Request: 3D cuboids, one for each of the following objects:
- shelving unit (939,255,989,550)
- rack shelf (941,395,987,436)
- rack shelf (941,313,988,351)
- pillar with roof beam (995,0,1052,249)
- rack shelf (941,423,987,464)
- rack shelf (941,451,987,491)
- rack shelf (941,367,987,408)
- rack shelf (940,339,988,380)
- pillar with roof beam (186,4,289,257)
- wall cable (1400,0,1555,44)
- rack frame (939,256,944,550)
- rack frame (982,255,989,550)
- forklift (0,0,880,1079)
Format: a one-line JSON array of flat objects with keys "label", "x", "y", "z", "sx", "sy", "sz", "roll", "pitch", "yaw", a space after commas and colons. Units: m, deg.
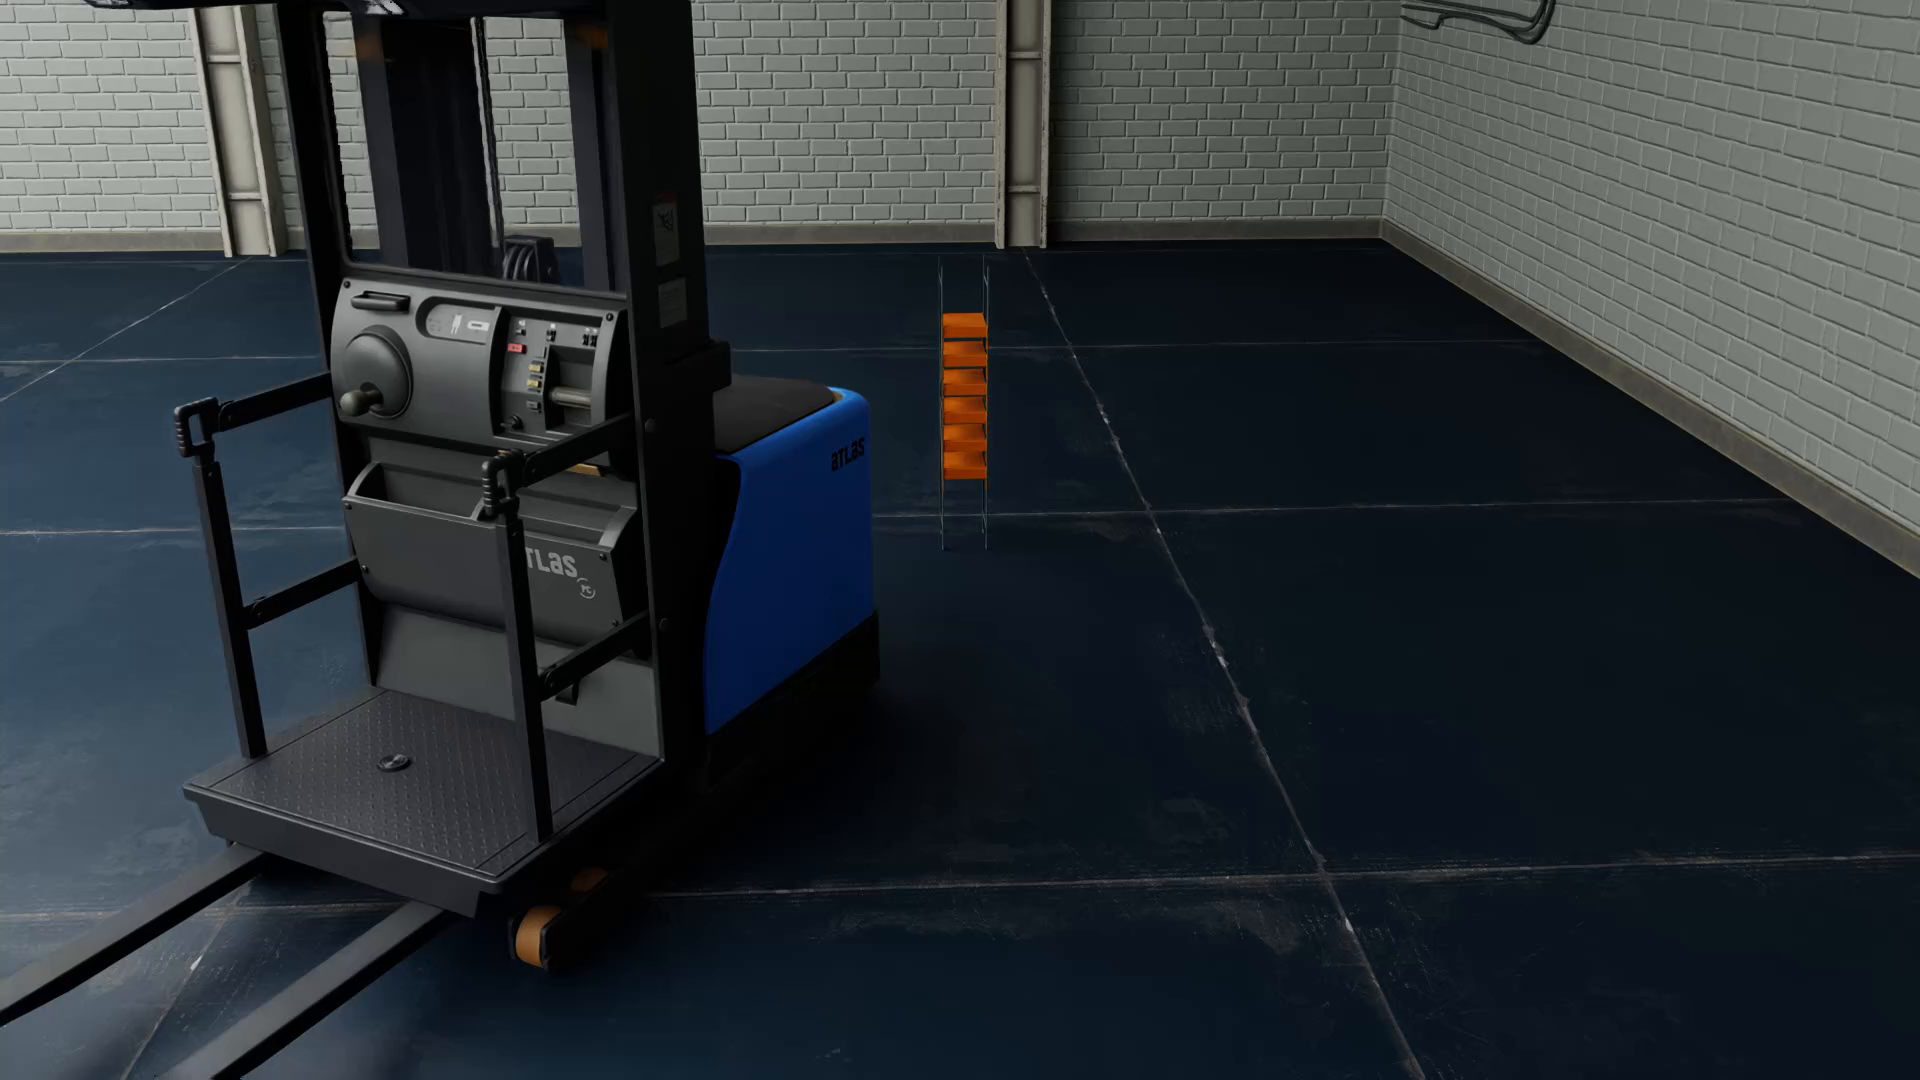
[{"label": "shelving unit", "x": 0.014, "y": -0.561, "z": 6.908, "sx": 0.189, "sy": 1.200, "sz": 0.258, "roll": -1, "pitch": 21, "yaw": -3}, {"label": "rack shelf", "x": 0.014, "y": -0.520, "z": 6.924, "sx": 0.180, "sy": 0.103, "sz": 0.258, "roll": -1, "pitch": 21, "yaw": -3}, {"label": "rack shelf", "x": 0.014, "y": -0.856, "z": 6.796, "sx": 0.180, "sy": 0.103, "sz": 0.258, "roll": -1, "pitch": 21, "yaw": -3}, {"label": "pillar with roof beam", "x": 0.733, "y": -5.048, "z": 7.733, "sx": 0.400, "sy": 9.000, "sz": 9.100, "roll": -1, "pitch": 21, "yaw": -3}, {"label": "rack shelf", "x": 0.014, "y": -0.407, "z": 6.967, "sx": 0.180, "sy": 0.103, "sz": 0.258, "roll": -1, "pitch": 21, "yaw": -3}, {"label": "rack shelf", "x": 0.014, "y": -0.295, "z": 7.009, "sx": 0.180, "sy": 0.103, "sz": 0.258, "roll": -1, "pitch": 21, "yaw": -3}, {"label": "rack shelf", "x": 0.014, "y": -0.632, "z": 6.881, "sx": 0.180, "sy": 0.103, "sz": 0.258, "roll": -1, "pitch": 21, "yaw": -3}, {"label": "rack shelf", "x": 0.014, "y": -0.744, "z": 6.839, "sx": 0.180, "sy": 0.103, "sz": 0.258, "roll": -1, "pitch": 21, "yaw": -3}, {"label": "pillar with roof beam", "x": -5.257, "y": -4.926, "z": 7.413, "sx": 0.400, "sy": 9.000, "sz": 9.100, "roll": -1, "pitch": 21, "yaw": -3}, {"label": "wall cable", "x": 3.504, "y": -4.716, "z": 11.226, "sx": 0.112, "sy": 2.526, "sz": 3.097, "roll": -1, "pitch": 21, "yaw": -3}, {"label": "rack frame", "x": -0.077, "y": -0.559, "z": 6.903, "sx": 0.006, "sy": 1.200, "sz": 0.240, "roll": -1, "pitch": 21, "yaw": -3}, {"label": "rack frame", "x": 0.106, "y": -0.563, "z": 6.913, "sx": 0.006, "sy": 1.200, "sz": 0.240, "roll": -1, "pitch": 21, "yaw": -3}, {"label": "forklift", "x": -1.376, "y": -0.453, "z": 4.190, "sx": 1.130, "sy": 2.935, "sz": 3.031, "roll": 10, "pitch": 23, "yaw": 24}]
